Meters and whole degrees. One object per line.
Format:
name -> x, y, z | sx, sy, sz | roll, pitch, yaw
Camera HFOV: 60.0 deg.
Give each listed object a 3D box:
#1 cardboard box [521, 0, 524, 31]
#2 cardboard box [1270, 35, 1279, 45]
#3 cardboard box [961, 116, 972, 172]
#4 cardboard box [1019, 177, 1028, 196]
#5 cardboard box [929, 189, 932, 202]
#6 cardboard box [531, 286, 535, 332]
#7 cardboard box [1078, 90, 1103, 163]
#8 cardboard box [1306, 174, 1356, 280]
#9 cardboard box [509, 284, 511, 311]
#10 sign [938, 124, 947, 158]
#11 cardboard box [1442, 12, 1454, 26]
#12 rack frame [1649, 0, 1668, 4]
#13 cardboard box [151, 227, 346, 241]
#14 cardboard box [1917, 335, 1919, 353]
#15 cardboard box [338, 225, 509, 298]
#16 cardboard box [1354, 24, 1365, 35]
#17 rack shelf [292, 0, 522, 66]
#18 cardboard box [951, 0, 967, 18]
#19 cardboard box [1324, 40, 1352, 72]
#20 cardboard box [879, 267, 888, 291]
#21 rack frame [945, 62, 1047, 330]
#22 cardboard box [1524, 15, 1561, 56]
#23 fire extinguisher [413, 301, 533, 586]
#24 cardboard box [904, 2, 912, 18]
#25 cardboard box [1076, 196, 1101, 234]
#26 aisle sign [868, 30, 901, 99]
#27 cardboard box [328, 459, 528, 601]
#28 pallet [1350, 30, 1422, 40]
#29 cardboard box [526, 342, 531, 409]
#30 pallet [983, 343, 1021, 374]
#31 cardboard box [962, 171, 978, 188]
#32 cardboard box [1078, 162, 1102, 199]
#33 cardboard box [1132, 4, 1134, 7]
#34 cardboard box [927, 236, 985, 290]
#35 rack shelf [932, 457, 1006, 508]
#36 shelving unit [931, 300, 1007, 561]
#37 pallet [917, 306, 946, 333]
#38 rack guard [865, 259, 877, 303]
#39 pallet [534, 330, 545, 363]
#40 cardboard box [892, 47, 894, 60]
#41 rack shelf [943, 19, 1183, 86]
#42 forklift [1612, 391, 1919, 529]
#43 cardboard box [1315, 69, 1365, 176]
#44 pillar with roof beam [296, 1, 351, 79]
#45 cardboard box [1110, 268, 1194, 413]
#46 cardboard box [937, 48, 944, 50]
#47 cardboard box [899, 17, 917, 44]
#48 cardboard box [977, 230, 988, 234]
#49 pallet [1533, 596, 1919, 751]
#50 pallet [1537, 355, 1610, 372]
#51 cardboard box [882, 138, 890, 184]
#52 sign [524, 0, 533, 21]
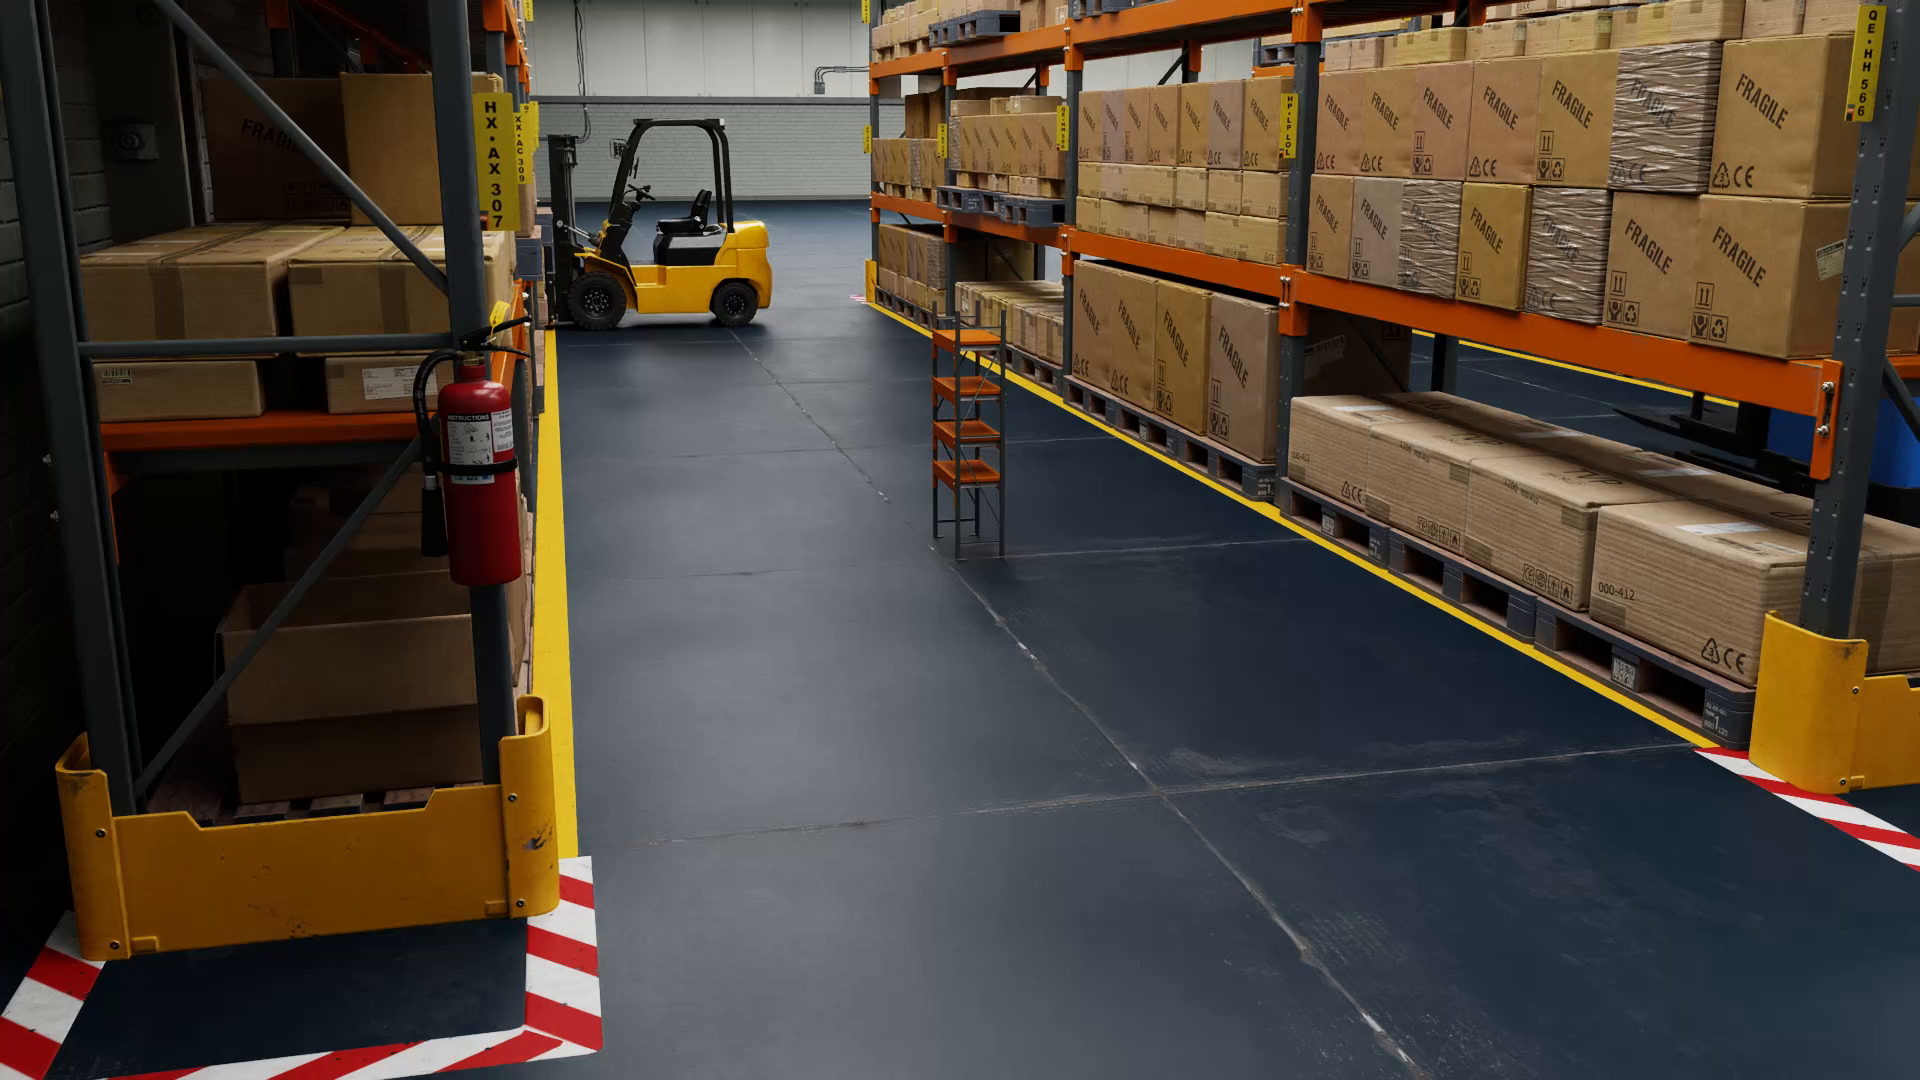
cardboard box -> -4.922, -5.579, 17.316 | 0.700, 0.500, 0.500 | -3, 14, -13
cardboard box -> 4.035, -6.160, 20.434 | 0.380, 0.149, 0.250 | -3, 14, -13
cardboard box -> 0.306, -3.663, 15.379 | 0.500, 0.500, 0.500 | -3, 14, -13
cardboard box -> 0.703, -2.900, 13.620 | 0.380, 0.149, 0.250 | -4, 14, -16
cardboard box -> -0.111, -3.621, 17.457 | 0.380, 0.149, 0.250 | -3, 14, -14
cardboard box -> -4.334, -2.159, 15.063 | 0.875, 0.625, 0.625 | -3, 14, -11
cardboard box -> 1.174, -2.990, 12.028 | 0.500, 0.500, 0.500 | -4, 14, -15
cardboard box -> 2.091, -1.586, 8.388 | 0.500, 0.500, 0.500 | -3, 14, -11
cardboard box -> -1.979, -0.965, 6.584 | 0.380, 0.149, 0.250 | -3, 14, -14
sign -> -0.169, -3.894, 16.223 | 0.100, 0.325, 0.005 | -3, 14, -13
cardboard box -> 5.044, -5.296, 16.653 | 0.258, 0.266, 0.396 | -4, 14, -14
rack frame -> 6.084, -5.797, 13.193 | 1.000, 3.000, 0.127 | -3, 14, -13
cardboard box -> -2.247, -0.857, 5.302 | 0.500, 0.250, 0.500 | -3, 14, -11
cardboard box -> 3.341, -0.913, 5.633 | 0.500, 0.500, 0.500 | -3, 14, -14
cardboard box -> -1.735, -0.884, 5.416 | 0.500, 0.250, 0.500 | -4, 14, -14
cardboard box -> 4.567, -5.636, 18.288 | 0.380, 0.149, 0.250 | -3, 14, -13
rack shelf -> -3.058, -2.952, 9.385 | 1.077, 0.370, 4.000 | -3, 14, -13
cardboard box -> 0.224, -4.820, 14.947 | 0.500, 0.250, 0.500 | -3, 14, -14
cardboard box -> 2.057, -2.422, 8.338 | 0.380, 0.149, 0.250 | -3, 14, -14
cardboard box -> -0.662, -3.095, 19.686 | 0.500, 0.250, 0.500 | -3, 14, -14
rack frame -> 0.357, -3.506, 16.457 | 1.000, 3.000, 0.127 | -3, 14, -13
cardboard box -> 2.500, -2.012, 6.656 | 0.380, 0.149, 0.250 | -3, 14, -11
fire extinguisher -> -1.165, -0.233, 4.010 | 0.296, 0.674, 0.183 | -3, 14, -13
cardboard box -> -0.387, -5.642, 17.728 | 0.380, 0.149, 0.250 | -3, 14, -12
cardboard box -> 1.167, -2.383, 12.178 | 0.500, 0.250, 0.500 | -4, 14, -14
aisle sign -> -0.899, -5.689, 19.913 | 0.394, 0.787, 0.004 | -3, 14, -13
cardboard box -> -2.107, -0.035, 6.632 | 0.700, 0.500, 0.500 | -4, 14, -15
pallet -> 4.963, -5.409, 18.111 | 1.003, 0.211, 1.213 | -3, 14, -13
cardboard box -> -2.987, -0.973, 10.472 | 0.500, 0.500, 0.500 | -3, 14, -11
pallet -> 0.831, -1.690, 14.899 | 1.003, 0.211, 1.213 | -3, 14, -13
cardboard box -> 0.229, -3.385, 15.605 | 0.380, 0.149, 0.250 | -3, 14, -12
cardboard box -> 1.175, -2.623, 12.104 | 0.500, 0.250, 0.500 | -3, 14, -14
cardboard box -> 1.387, -4.000, 12.690 | 0.380, 0.149, 0.250 | -3, 14, -13
cardboard box -> -0.043, -2.860, 17.142 | 0.500, 0.500, 0.500 | -3, 14, -14
rack shelf -> 0.039, -0.286, 8.191 | 0.258, 0.148, 0.480 | -3, 14, -13
shelving unit -> 0.039, -0.545, 8.128 | 0.258, 1.200, 0.503 | -3, 14, -13
pallet -> 0.165, -2.304, 17.414 | 1.003, 0.211, 1.213 | -3, 14, -13
rack guard -> -0.565, -3.197, 20.459 | 1.175, 0.500, 0.348 | -3, 14, -13
pallet -> -4.256, -1.706, 14.965 | 1.003, 0.211, 1.213 | -3, 14, -13
cardboard box -> -0.561, -5.495, 18.807 | 0.380, 0.149, 0.250 | -3, 14, -14
rack shelf -> 0.826, -4.152, 14.298 | 1.077, 0.370, 4.000 | -3, 14, -13
forklift -> 4.884, -1.744, 9.391 | 1.130, 2.935, 3.031 | -2, 14, -8
cardboard box -> 2.112, -2.071, 8.268 | 0.500, 0.500, 0.500 | -3, 14, -13
pillar with roof beam -> -0.526, -5.710, 12.840 | 9.100, 9.000, 0.400 | -3, 14, -13
cardboard box -> 1.583, -1.385, 11.368 | 0.875, 0.875, 0.875 | -3, 14, -13
cardboard box -> -0.014, -4.897, 16.359 | 0.380, 0.149, 0.250 | -3, 14, -13
cardboard box -> -0.368, -5.473, 17.877 | 0.500, 0.250, 0.500 | -3, 14, -12
cardboard box -> 0.387, -3.355, 17.803 | 0.380, 0.149, 0.250 | -3, 14, -11
pallet -> 2.911, 0.437, 6.194 | 1.003, 0.211, 1.213 | -3, 14, -13
pallet -> 5.972, -1.714, 14.997 | 1.003, 0.211, 1.213 | -3, 14, -13
cardboard box -> -0.616, -4.378, 19.188 | 0.500, 0.500, 0.500 | -3, 14, -11
sign -> -4.876, -6.027, 18.757 | 0.100, 0.325, 0.005 | -3, 14, -13
